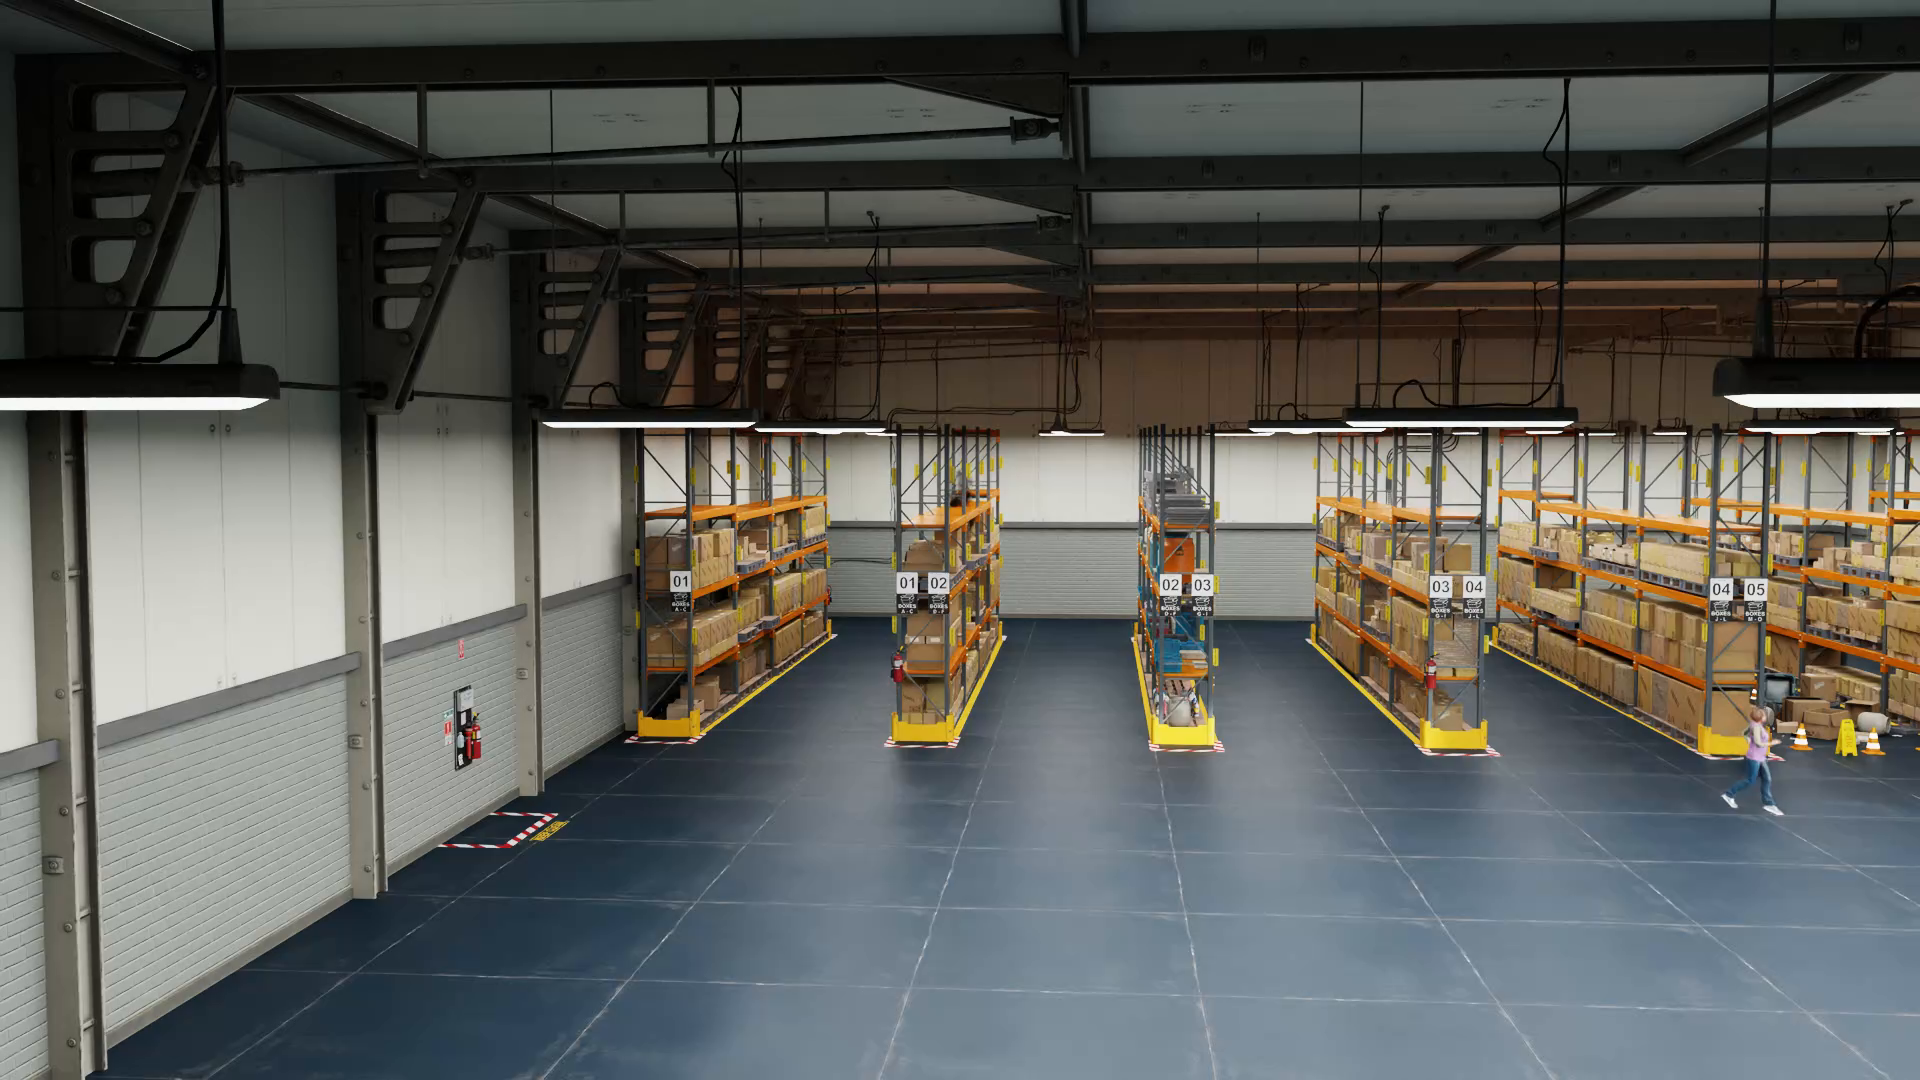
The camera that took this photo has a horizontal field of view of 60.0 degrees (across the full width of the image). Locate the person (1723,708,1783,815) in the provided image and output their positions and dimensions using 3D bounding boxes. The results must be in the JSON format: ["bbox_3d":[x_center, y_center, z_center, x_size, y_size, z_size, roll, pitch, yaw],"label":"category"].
[{"bbox_3d":[12.102,3.356,25.351,0.837,1.610,0.558,2,4,31],"label":"person"}]
